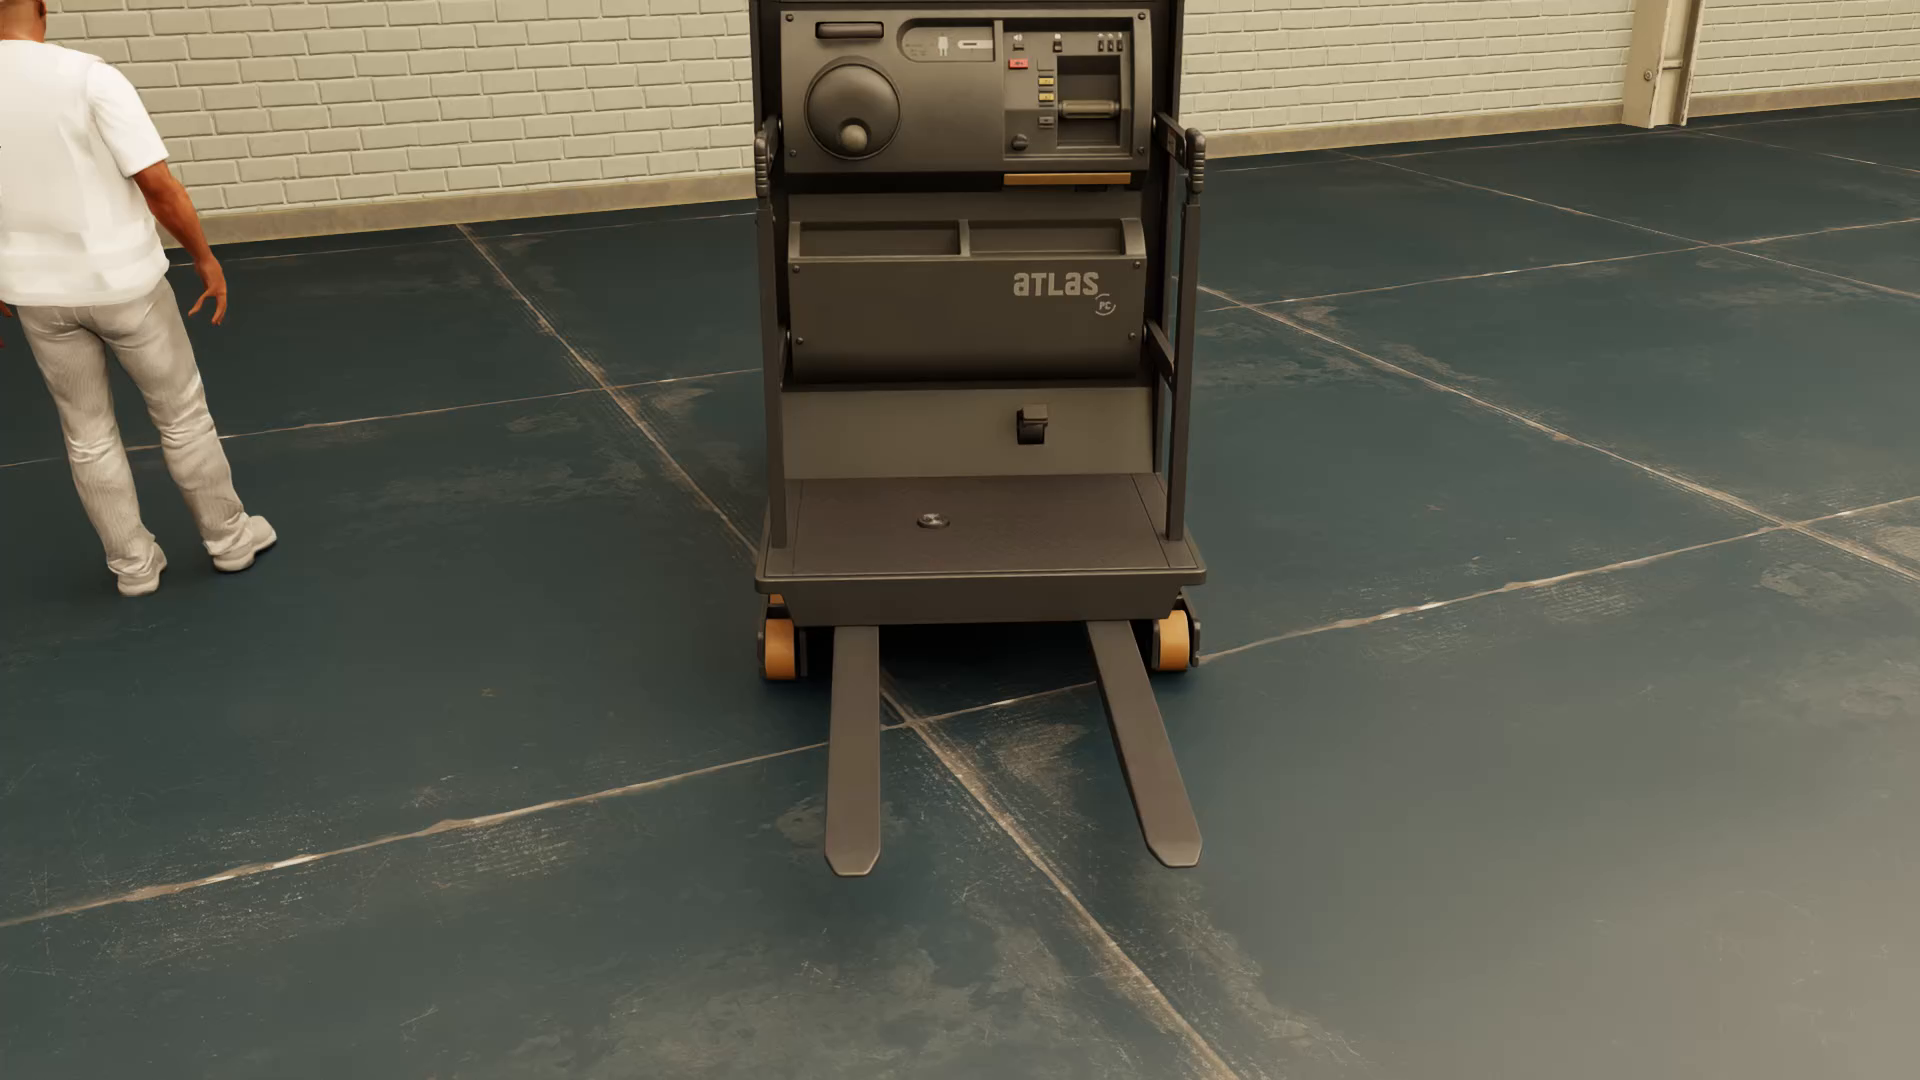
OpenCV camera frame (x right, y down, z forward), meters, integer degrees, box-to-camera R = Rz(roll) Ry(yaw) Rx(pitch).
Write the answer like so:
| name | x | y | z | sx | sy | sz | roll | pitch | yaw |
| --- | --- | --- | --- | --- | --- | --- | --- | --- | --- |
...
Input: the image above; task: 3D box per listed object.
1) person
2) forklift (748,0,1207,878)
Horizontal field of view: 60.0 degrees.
| name | x | y | z | sx | sy | sz | roll | pitch | yaw |
| --- | --- | --- | --- | --- | --- | --- | --- | --- | --- |
| person | -2.344 | -0.714 | 4.515 | 0.691 | 1.770 | 0.573 | -3 | 23 | -8 |
| forklift | 0.026 | -1.120 | 3.981 | 1.121 | 2.935 | 3.031 | -1 | 23 | -3 |
